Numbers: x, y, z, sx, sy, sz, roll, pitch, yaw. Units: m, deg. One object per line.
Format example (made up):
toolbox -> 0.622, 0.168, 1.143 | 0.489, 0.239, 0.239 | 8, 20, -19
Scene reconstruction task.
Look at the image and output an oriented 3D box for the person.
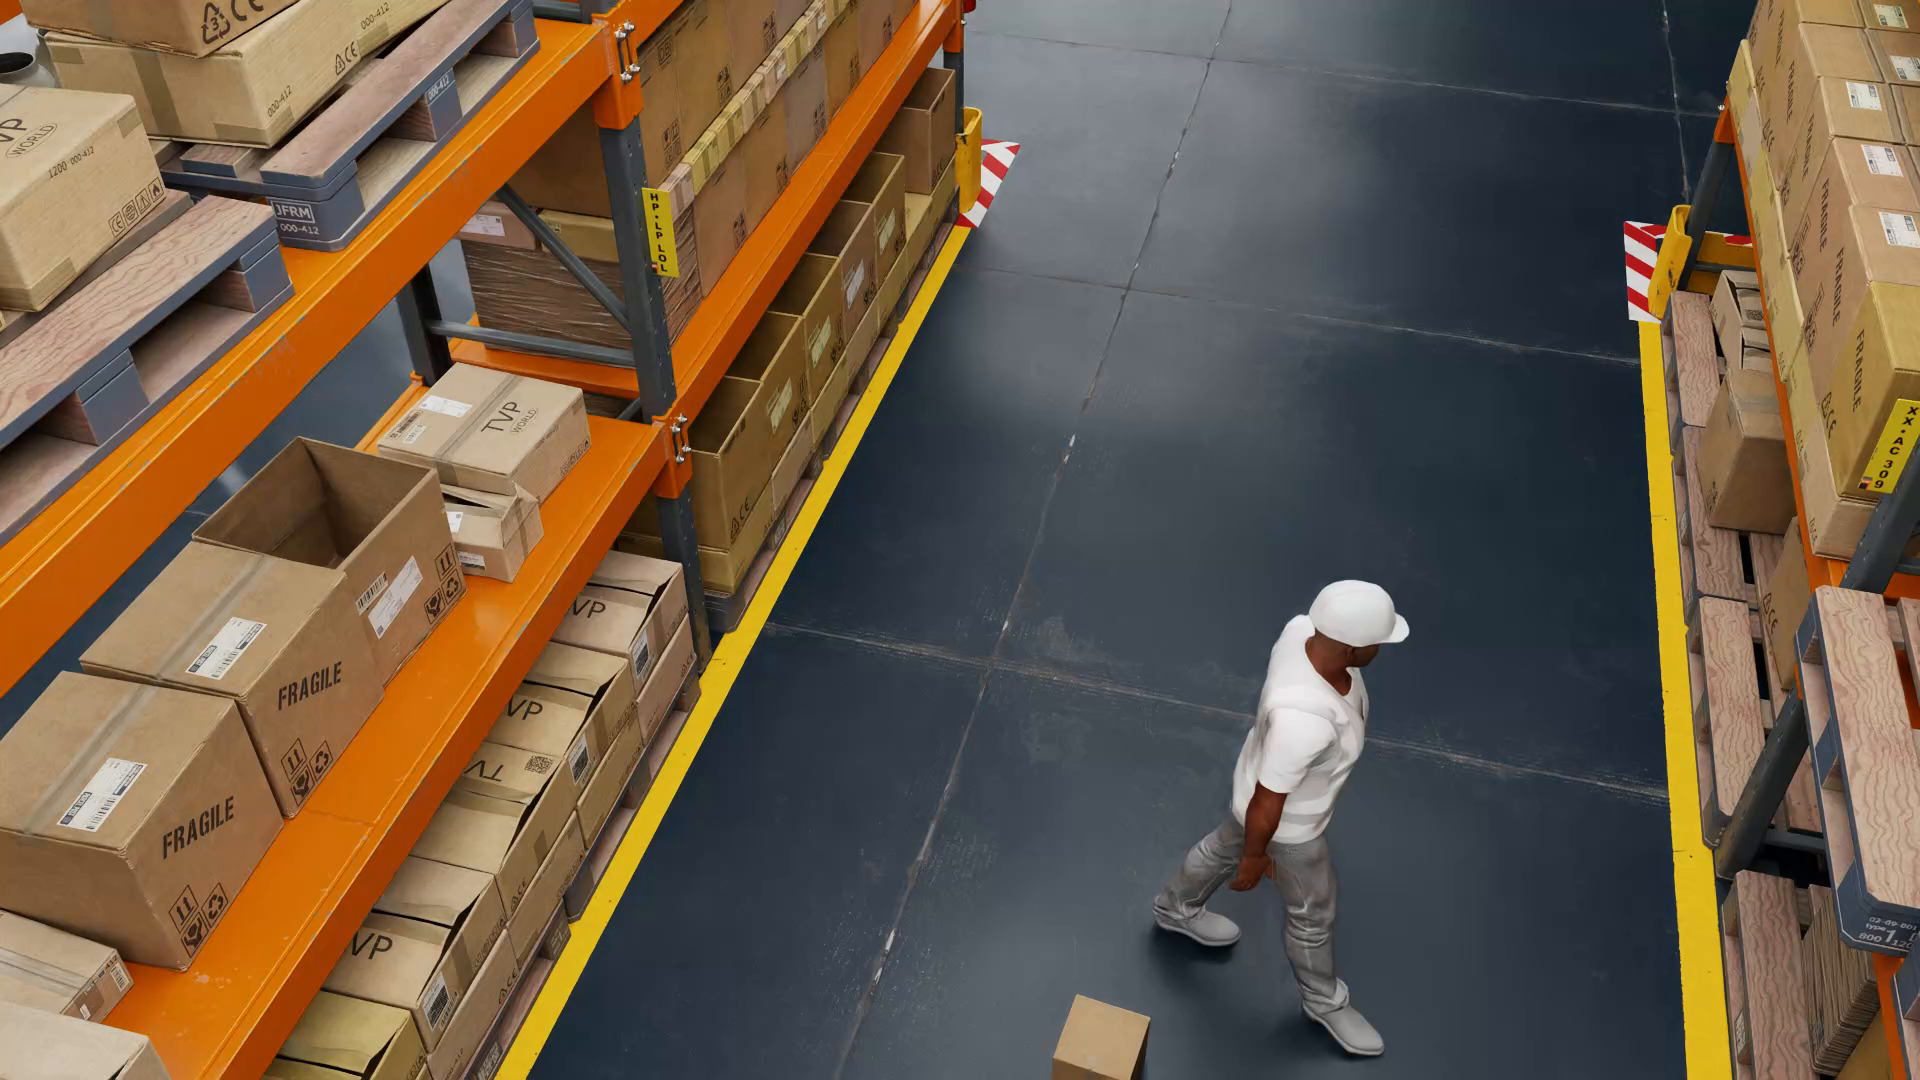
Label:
person -> 1.059, 0.804, 5.197 | 0.835, 1.738, 0.618 | 9, 42, 11
